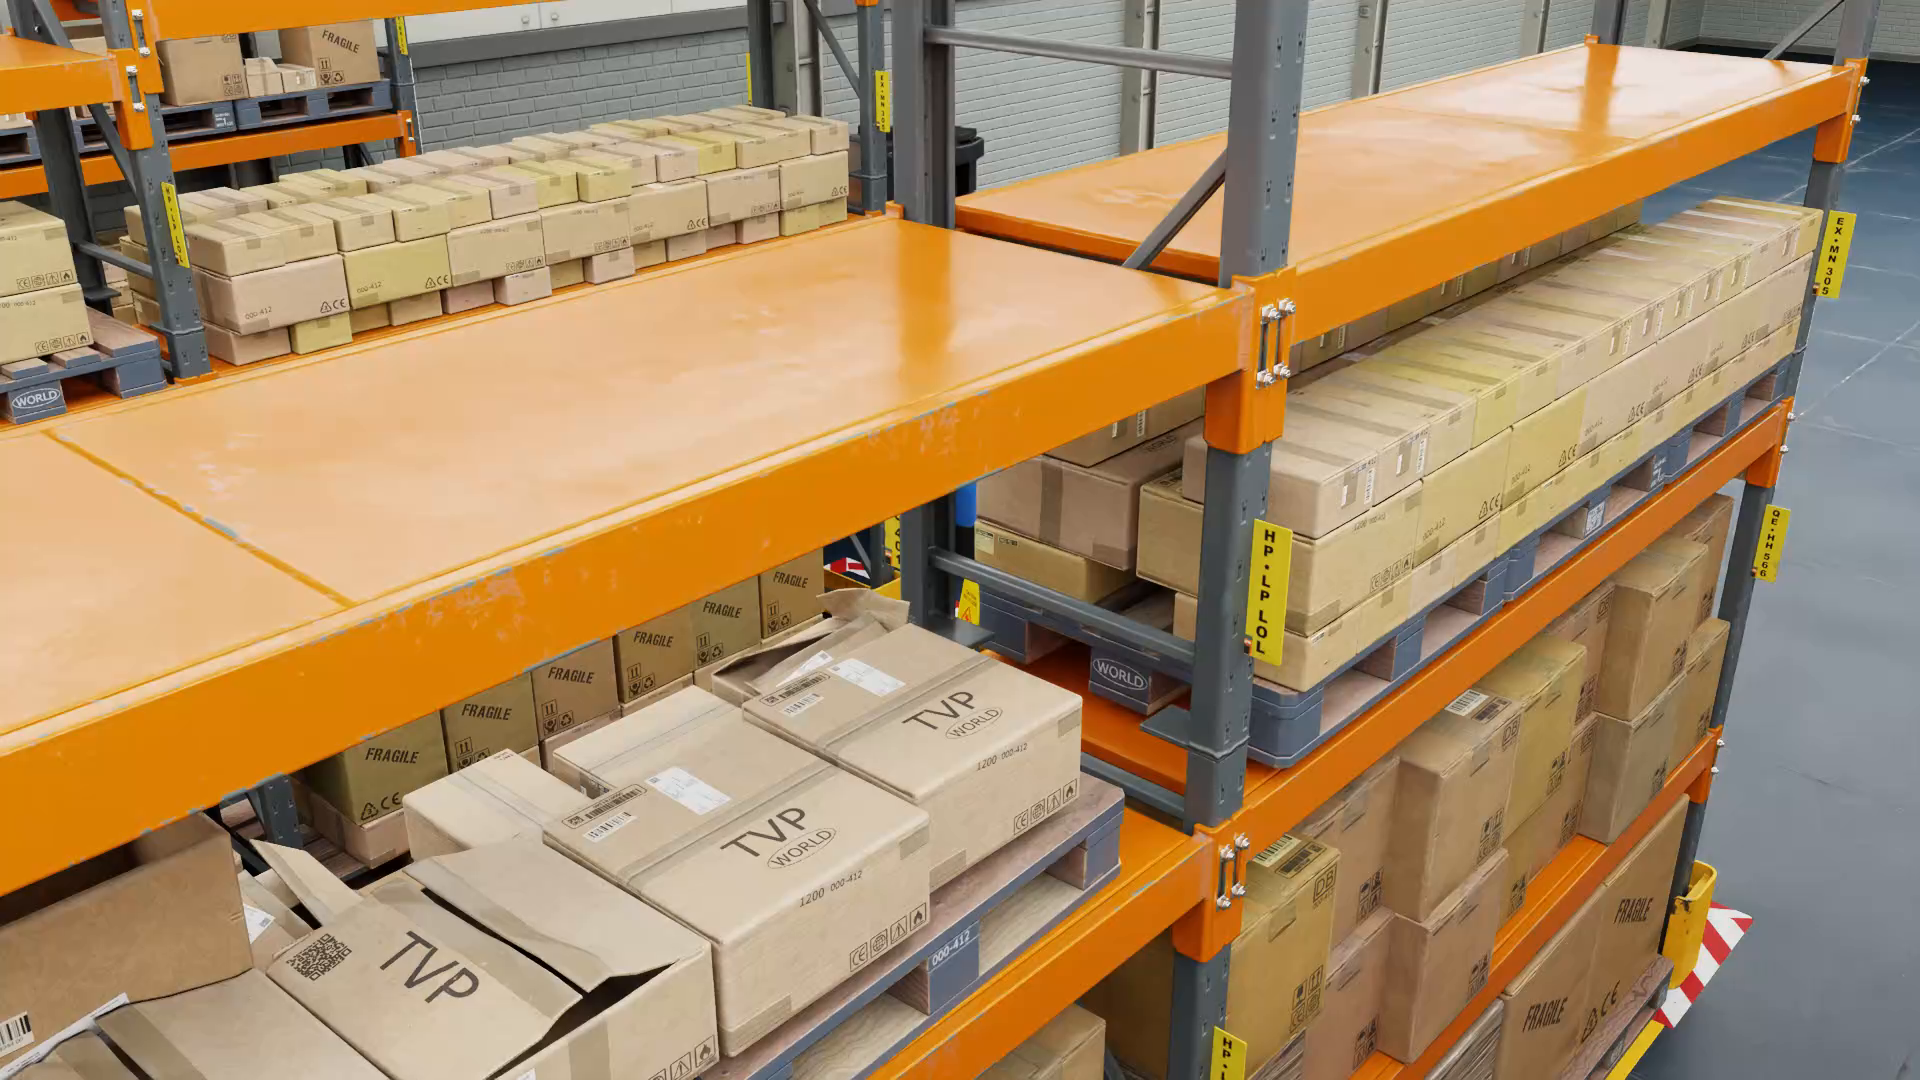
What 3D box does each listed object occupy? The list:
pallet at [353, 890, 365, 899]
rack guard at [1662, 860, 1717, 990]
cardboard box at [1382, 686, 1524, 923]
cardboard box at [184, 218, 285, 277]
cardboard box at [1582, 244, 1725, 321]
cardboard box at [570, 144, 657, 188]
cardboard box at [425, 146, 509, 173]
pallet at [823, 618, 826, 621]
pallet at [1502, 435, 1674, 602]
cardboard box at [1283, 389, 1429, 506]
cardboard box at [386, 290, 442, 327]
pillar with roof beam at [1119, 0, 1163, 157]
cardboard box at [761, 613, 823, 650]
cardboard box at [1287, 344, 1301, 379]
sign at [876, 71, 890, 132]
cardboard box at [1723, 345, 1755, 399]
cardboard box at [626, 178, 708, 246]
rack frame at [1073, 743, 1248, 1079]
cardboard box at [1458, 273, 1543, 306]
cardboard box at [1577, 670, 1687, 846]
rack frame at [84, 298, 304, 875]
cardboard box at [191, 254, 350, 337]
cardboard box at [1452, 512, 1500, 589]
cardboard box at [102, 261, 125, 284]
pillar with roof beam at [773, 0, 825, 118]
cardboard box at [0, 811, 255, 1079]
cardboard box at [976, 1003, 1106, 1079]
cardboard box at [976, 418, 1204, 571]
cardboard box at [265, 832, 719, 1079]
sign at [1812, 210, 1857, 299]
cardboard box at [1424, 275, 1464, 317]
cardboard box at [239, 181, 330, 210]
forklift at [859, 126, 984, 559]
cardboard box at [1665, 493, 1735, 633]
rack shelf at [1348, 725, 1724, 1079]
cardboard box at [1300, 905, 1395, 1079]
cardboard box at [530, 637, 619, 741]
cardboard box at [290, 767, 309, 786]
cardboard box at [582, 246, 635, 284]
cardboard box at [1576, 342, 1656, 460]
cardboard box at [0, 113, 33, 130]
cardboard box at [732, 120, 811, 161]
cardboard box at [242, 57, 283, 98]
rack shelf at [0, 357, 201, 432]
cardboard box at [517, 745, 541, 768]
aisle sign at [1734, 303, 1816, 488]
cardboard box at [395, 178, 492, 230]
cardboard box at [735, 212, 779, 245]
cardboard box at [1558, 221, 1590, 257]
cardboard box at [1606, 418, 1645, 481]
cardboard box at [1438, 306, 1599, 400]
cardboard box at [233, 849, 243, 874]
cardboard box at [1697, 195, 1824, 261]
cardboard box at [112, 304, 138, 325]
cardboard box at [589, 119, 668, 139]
[{"bbox_3d":[-1.280,1.102,2.661,1.003,0.211,1.213,22,32,40],"label":"pallet"},{"bbox_3d":[2.941,1.633,7.968,1.175,0.500,0.348,20,31,38],"label":"rack guard"},{"bbox_3d":[1.270,0.728,5.428,0.875,0.550,0.550,20,31,38],"label":"cardboard box"},{"bbox_3d":[-3.045,-1.227,6.958,0.380,0.149,0.250,19,31,37],"label":"cardboard box"},{"bbox_3d":[2.275,-0.852,5.485,0.380,0.149,0.250,20,31,38],"label":"cardboard box"},{"bbox_3d":[-1.762,-1.896,8.450,0.380,0.149,0.250,19,30,36],"label":"cardboard box"},{"bbox_3d":[-2.486,-1.875,8.403,0.380,0.149,0.250,21,31,38],"label":"cardboard box"},{"bbox_3d":[-1.448,0.712,10.375,1.003,0.211,1.213,20,31,38],"label":"pallet"},{"bbox_3d":[1.623,-0.226,5.502,1.003,0.211,1.213,20,31,38],"label":"pallet"},{"bbox_3d":[0.921,-0.233,4.105,0.380,0.149,0.250,20,31,37],"label":"cardboard box"},{"bbox_3d":[-2.612,-1.120,7.694,0.380,0.149,0.250,21,32,39],"label":"cardboard box"},{"bbox_3d":[5.551,-7.427,17.788,9.100,9.000,0.400,20,31,38],"label":"pillar with roof beam"},{"bbox_3d":[-1.184,0.569,10.134,0.500,0.250,0.500,20,31,37],"label":"cardboard box"},{"bbox_3d":[0.766,-0.565,4.845,0.380,0.149,0.250,21,31,38],"label":"cardboard box"},{"bbox_3d":[-0.429,-2.436,9.240,0.100,0.325,0.005,20,31,38],"label":"sign"},{"bbox_3d":[2.616,-0.643,5.994,0.380,0.149,0.250,21,31,38],"label":"cardboard box"},{"bbox_3d":[-1.649,-1.715,8.534,0.500,0.250,0.500,21,32,39],"label":"cardboard box"},{"bbox_3d":[0.255,1.718,4.723,1.000,3.000,0.127,20,31,38],"label":"rack frame"},{"bbox_3d":[1.737,-0.788,5.830,0.500,0.250,0.500,20,31,37],"label":"cardboard box"},{"bbox_3d":[2.360,0.730,6.743,0.875,0.550,0.550,20,31,38],"label":"cardboard box"},{"bbox_3d":[-3.498,0.397,7.668,1.000,3.000,0.127,20,31,38],"label":"rack frame"},{"bbox_3d":[-3.001,-1.098,7.157,0.500,0.250,0.500,19,31,36],"label":"cardboard box"},{"bbox_3d":[1.258,-0.022,4.610,0.380,0.149,0.250,20,31,37],"label":"cardboard box"},{"bbox_3d":[-5.963,-1.864,11.434,0.380,0.149,0.250,20,31,37],"label":"cardboard box"},{"bbox_3d":[1.547,-5.599,13.711,9.100,9.000,0.400,20,31,38],"label":"pillar with roof beam"},{"bbox_3d":[-1.463,0.679,2.616,0.500,0.500,0.500,20,31,38],"label":"cardboard box"},{"bbox_3d":[-0.072,1.369,4.157,0.700,0.500,0.500,20,31,37],"label":"cardboard box"},{"bbox_3d":[0.393,-0.175,4.463,0.500,0.250,0.500,20,31,37],"label":"cardboard box"},{"bbox_3d":[-0.751,0.747,2.696,0.500,0.311,0.500,19,30,36],"label":"cardboard box"},{"bbox_3d":[3.320,-1.085,6.322,0.100,0.325,0.005,20,31,38],"label":"sign"},{"bbox_3d":[1.445,-0.876,5.539,0.380,0.149,0.250,21,31,38],"label":"cardboard box"},{"bbox_3d":[-3.093,-1.532,7.637,0.380,0.149,0.250,21,32,39],"label":"cardboard box"},{"bbox_3d":[-0.677,-1.698,12.425,3.031,2.935,1.130,21,32,39],"label":"forklift"},{"bbox_3d":[2.648,0.041,6.960,0.875,0.550,0.550,20,31,38],"label":"cardboard box"},{"bbox_3d":[1.590,1.437,6.229,1.077,0.370,4.000,20,31,38],"label":"rack shelf"},{"bbox_3d":[0.843,1.360,5.337,0.875,0.550,0.550,20,31,38],"label":"cardboard box"},{"bbox_3d":[-2.208,0.688,8.950,0.500,0.500,0.500,22,32,40],"label":"cardboard box"},{"bbox_3d":[-3.303,0.865,8.557,0.500,0.500,0.500,20,31,37],"label":"cardboard box"},{"bbox_3d":[-1.851,-1.410,8.341,0.380,0.149,0.250,20,31,37],"label":"cardboard box"},{"bbox_3d":[1.799,-0.490,5.165,0.500,0.250,0.500,20,31,38],"label":"cardboard box"},{"bbox_3d":[-6.159,-2.736,10.662,0.380,0.149,0.250,21,32,39],"label":"cardboard box"},{"bbox_3d":[-1.035,-2.187,9.100,0.380,0.149,0.250,21,31,38],"label":"cardboard box"},{"bbox_3d":[-5.024,-3.307,11.794,0.396,0.266,0.258,20,31,38],"label":"cardboard box"},{"bbox_3d":[-4.833,-0.034,5.843,1.077,0.370,4.000,20,31,38],"label":"rack shelf"},{"bbox_3d":[-2.556,1.189,8.751,0.500,0.250,0.500,-22,32,-40],"label":"cardboard box"},{"bbox_3d":[3.196,-0.626,6.774,0.394,0.787,0.004,20,31,38],"label":"aisle sign"},{"bbox_3d":[-2.387,-1.555,7.688,0.380,0.149,0.250,19,30,36],"label":"cardboard box"},{"bbox_3d":[-1.203,-1.734,9.062,0.380,0.149,0.250,21,32,39],"label":"cardboard box"},{"bbox_3d":[2.127,-1.187,6.232,0.380,0.149,0.250,20,31,37],"label":"cardboard box"},{"bbox_3d":[1.937,-0.333,5.304,0.380,0.149,0.250,21,31,38],"label":"cardboard box"},{"bbox_3d":[1.600,-0.543,4.797,0.380,0.149,0.250,20,31,37],"label":"cardboard box"},{"bbox_3d":[-3.847,1.565,7.762,0.950,0.372,0.625,21,31,38],"label":"cardboard box"},{"bbox_3d":[2.953,-1.160,6.173,0.380,0.149,0.250,21,31,38],"label":"cardboard box"},{"bbox_3d":[-6.034,-1.384,11.520,0.500,0.500,0.500,20,31,37],"label":"cardboard box"},{"bbox_3d":[-1.810,-2.190,9.105,0.380,0.149,0.250,20,31,37],"label":"cardboard box"}]
